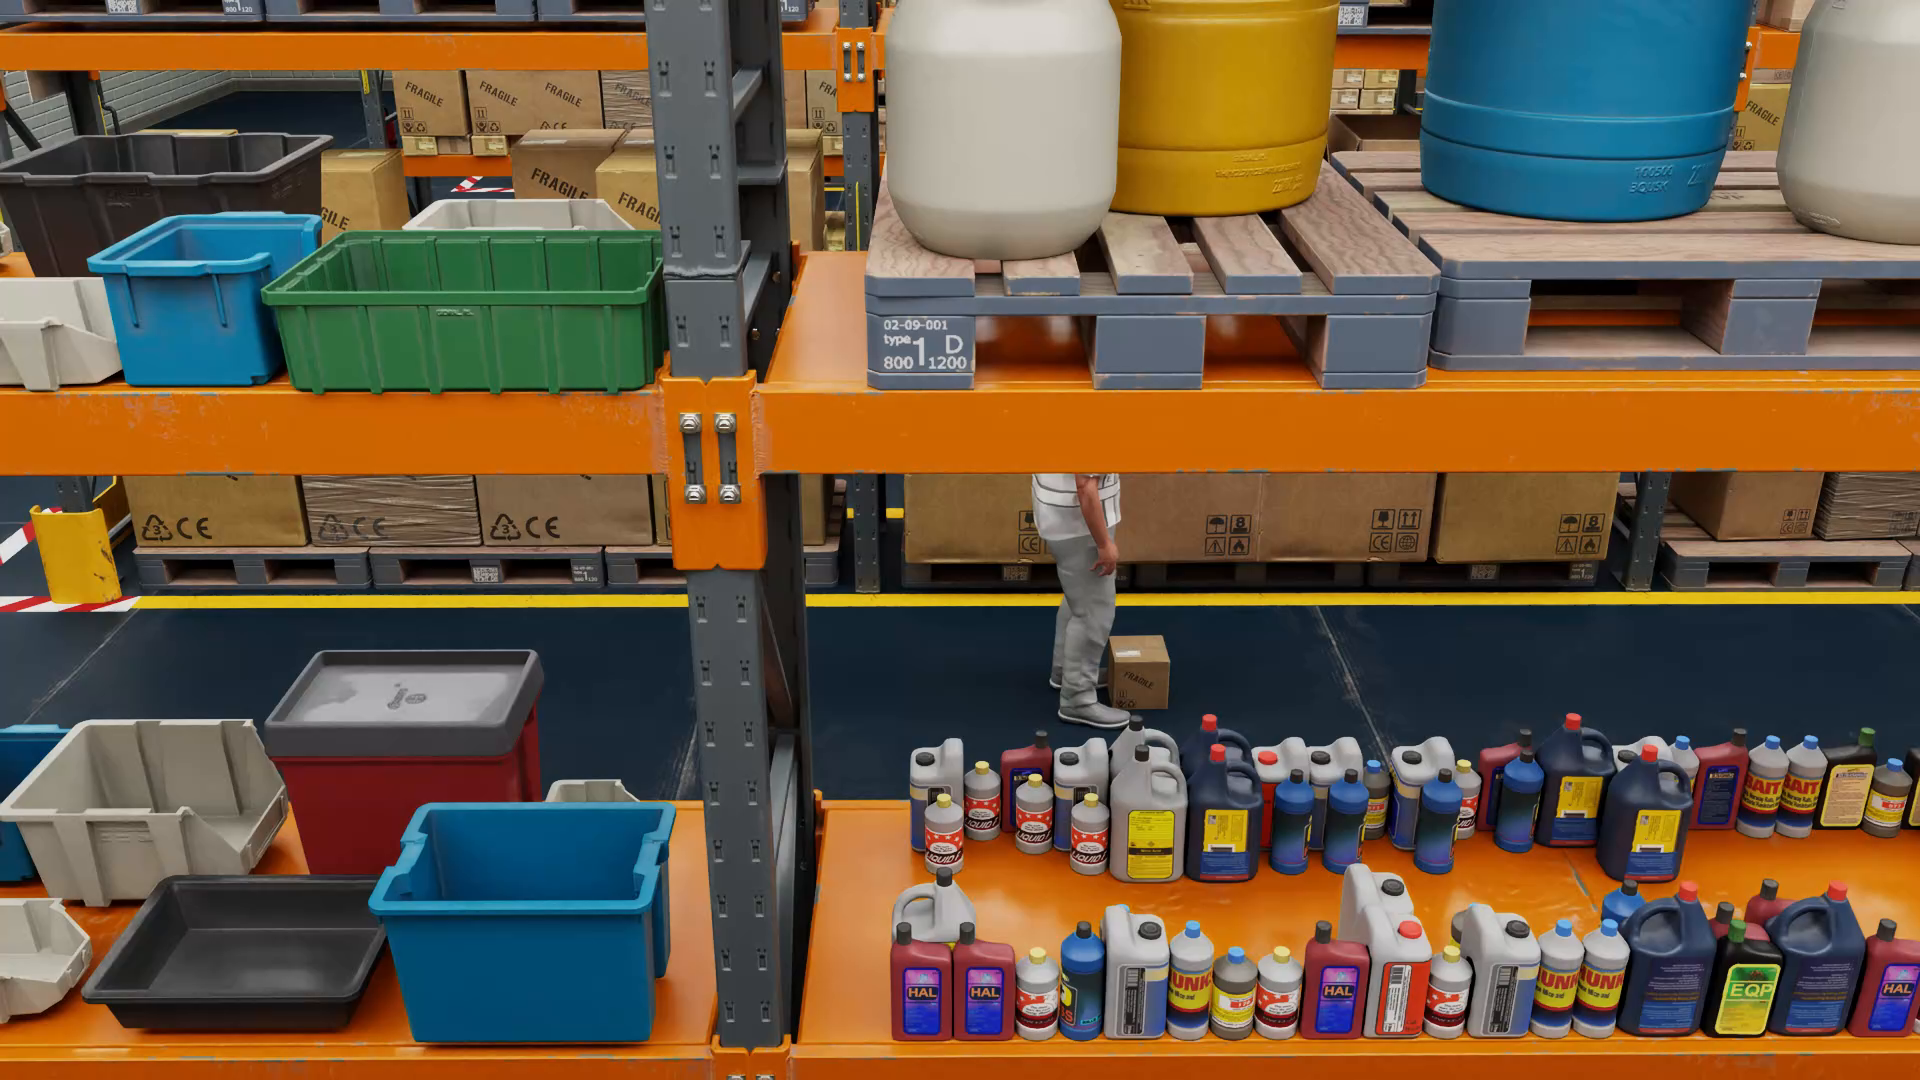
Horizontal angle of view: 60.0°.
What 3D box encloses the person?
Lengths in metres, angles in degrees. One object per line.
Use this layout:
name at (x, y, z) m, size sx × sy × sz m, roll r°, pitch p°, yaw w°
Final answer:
person at (0.536, -0.075, 7.259) m, size 0.429 × 1.751 × 0.606 m, roll -2°, pitch 24°, yaw -4°
